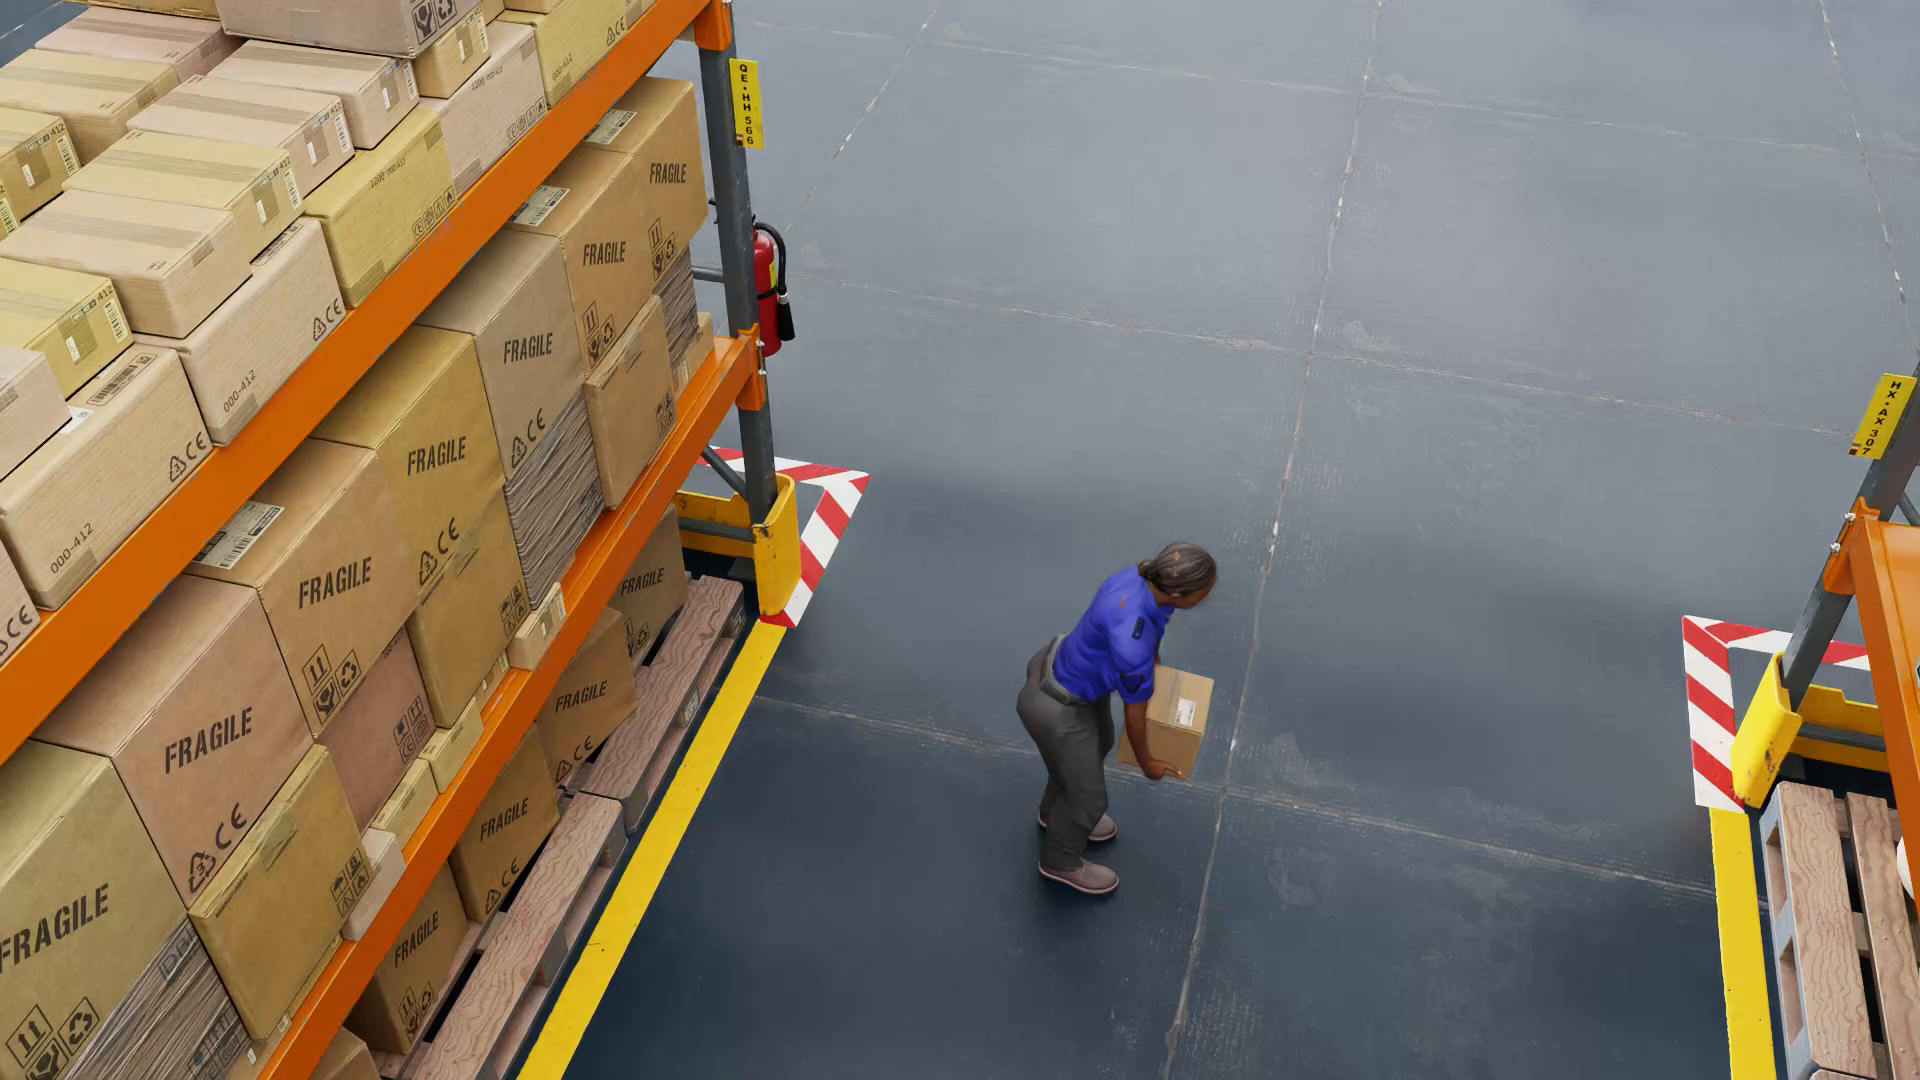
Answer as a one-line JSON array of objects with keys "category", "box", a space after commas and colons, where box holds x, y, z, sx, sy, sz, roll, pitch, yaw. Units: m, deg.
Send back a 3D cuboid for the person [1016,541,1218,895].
[{"category": "person", "box": [0.500, 0.578, 5.593, 0.596, 1.550, 0.407, 9, 42, 10]}]
